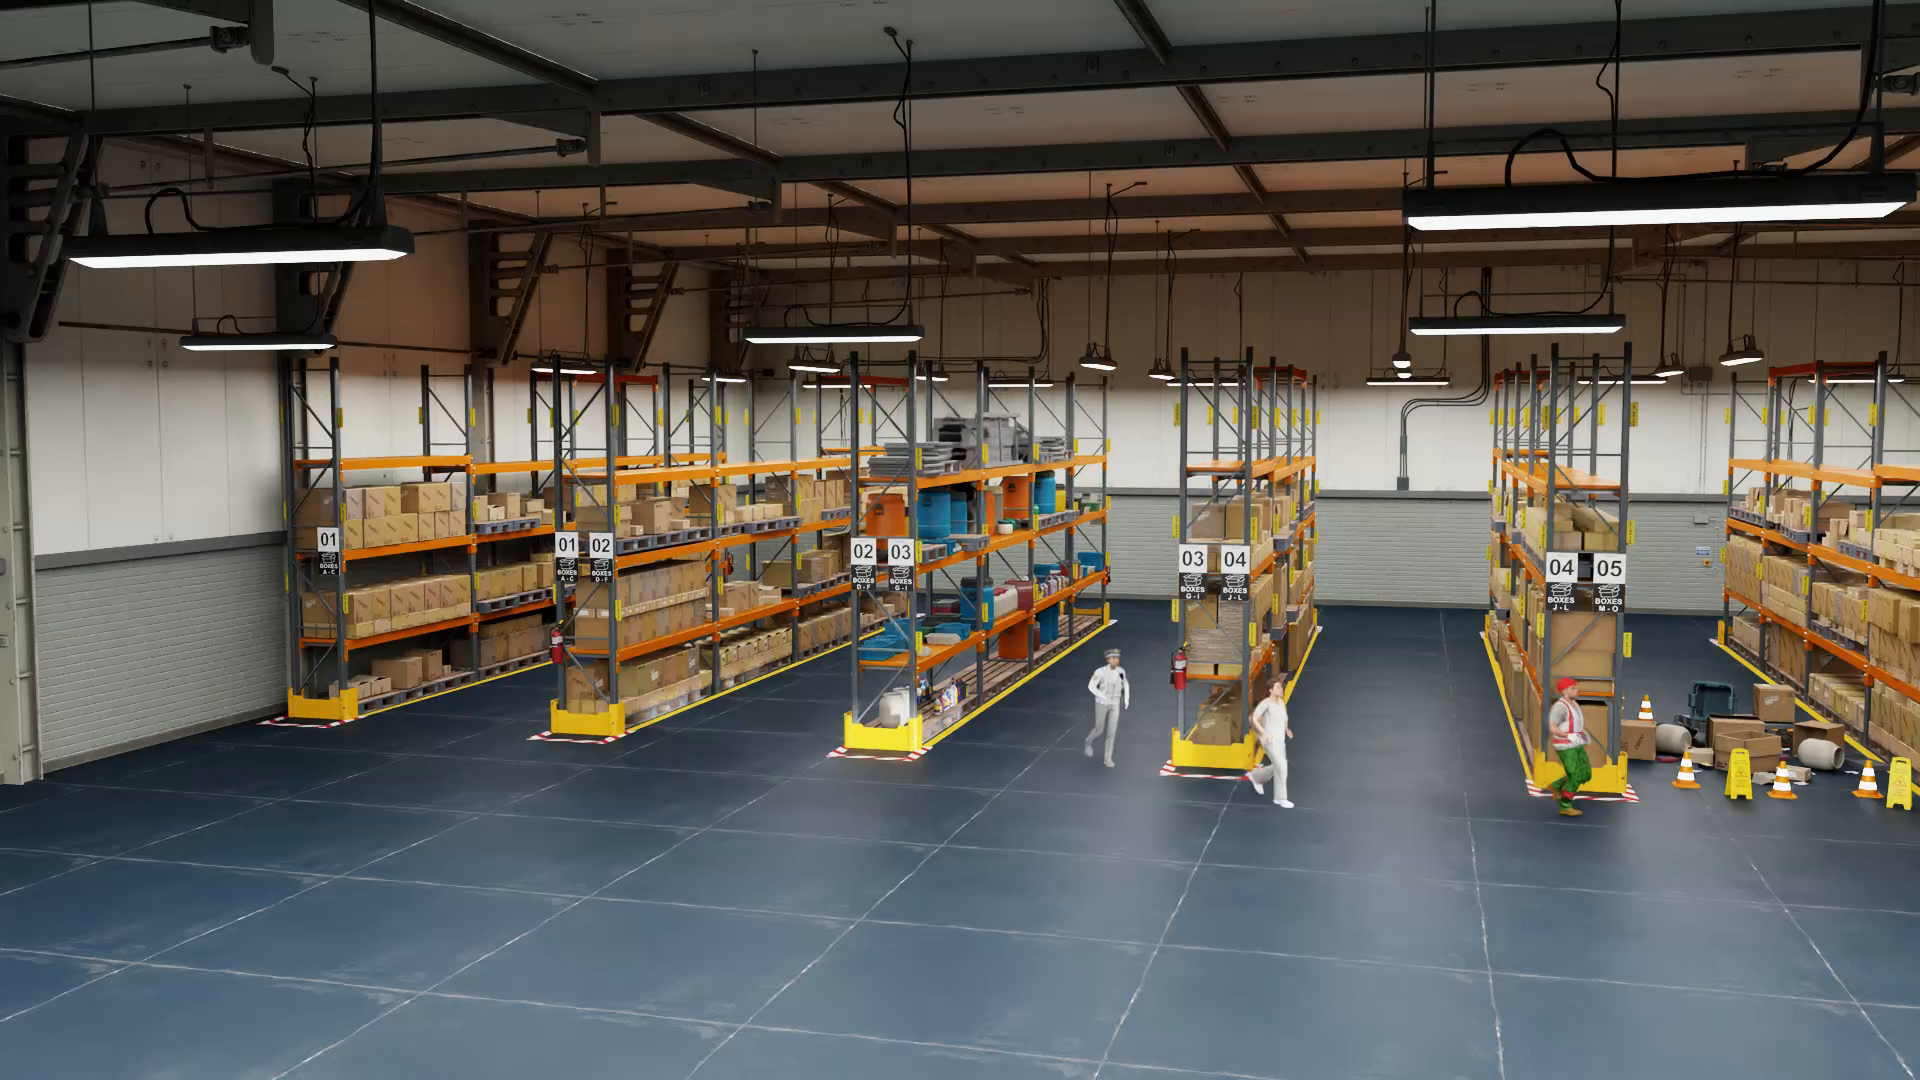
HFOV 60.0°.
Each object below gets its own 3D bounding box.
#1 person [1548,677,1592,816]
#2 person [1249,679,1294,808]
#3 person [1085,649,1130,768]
[{"bbox_3d":[7.668,2.596,20.931,0.658,1.737,0.620,-4,6,-43],"label":"person"},{"bbox_3d":[4.016,2.609,21.568,0.587,1.651,0.739,-4,6,-43],"label":"person"},{"bbox_3d":[2.171,2.394,24.118,0.667,1.675,0.796,-1,4,-17],"label":"person"}]
